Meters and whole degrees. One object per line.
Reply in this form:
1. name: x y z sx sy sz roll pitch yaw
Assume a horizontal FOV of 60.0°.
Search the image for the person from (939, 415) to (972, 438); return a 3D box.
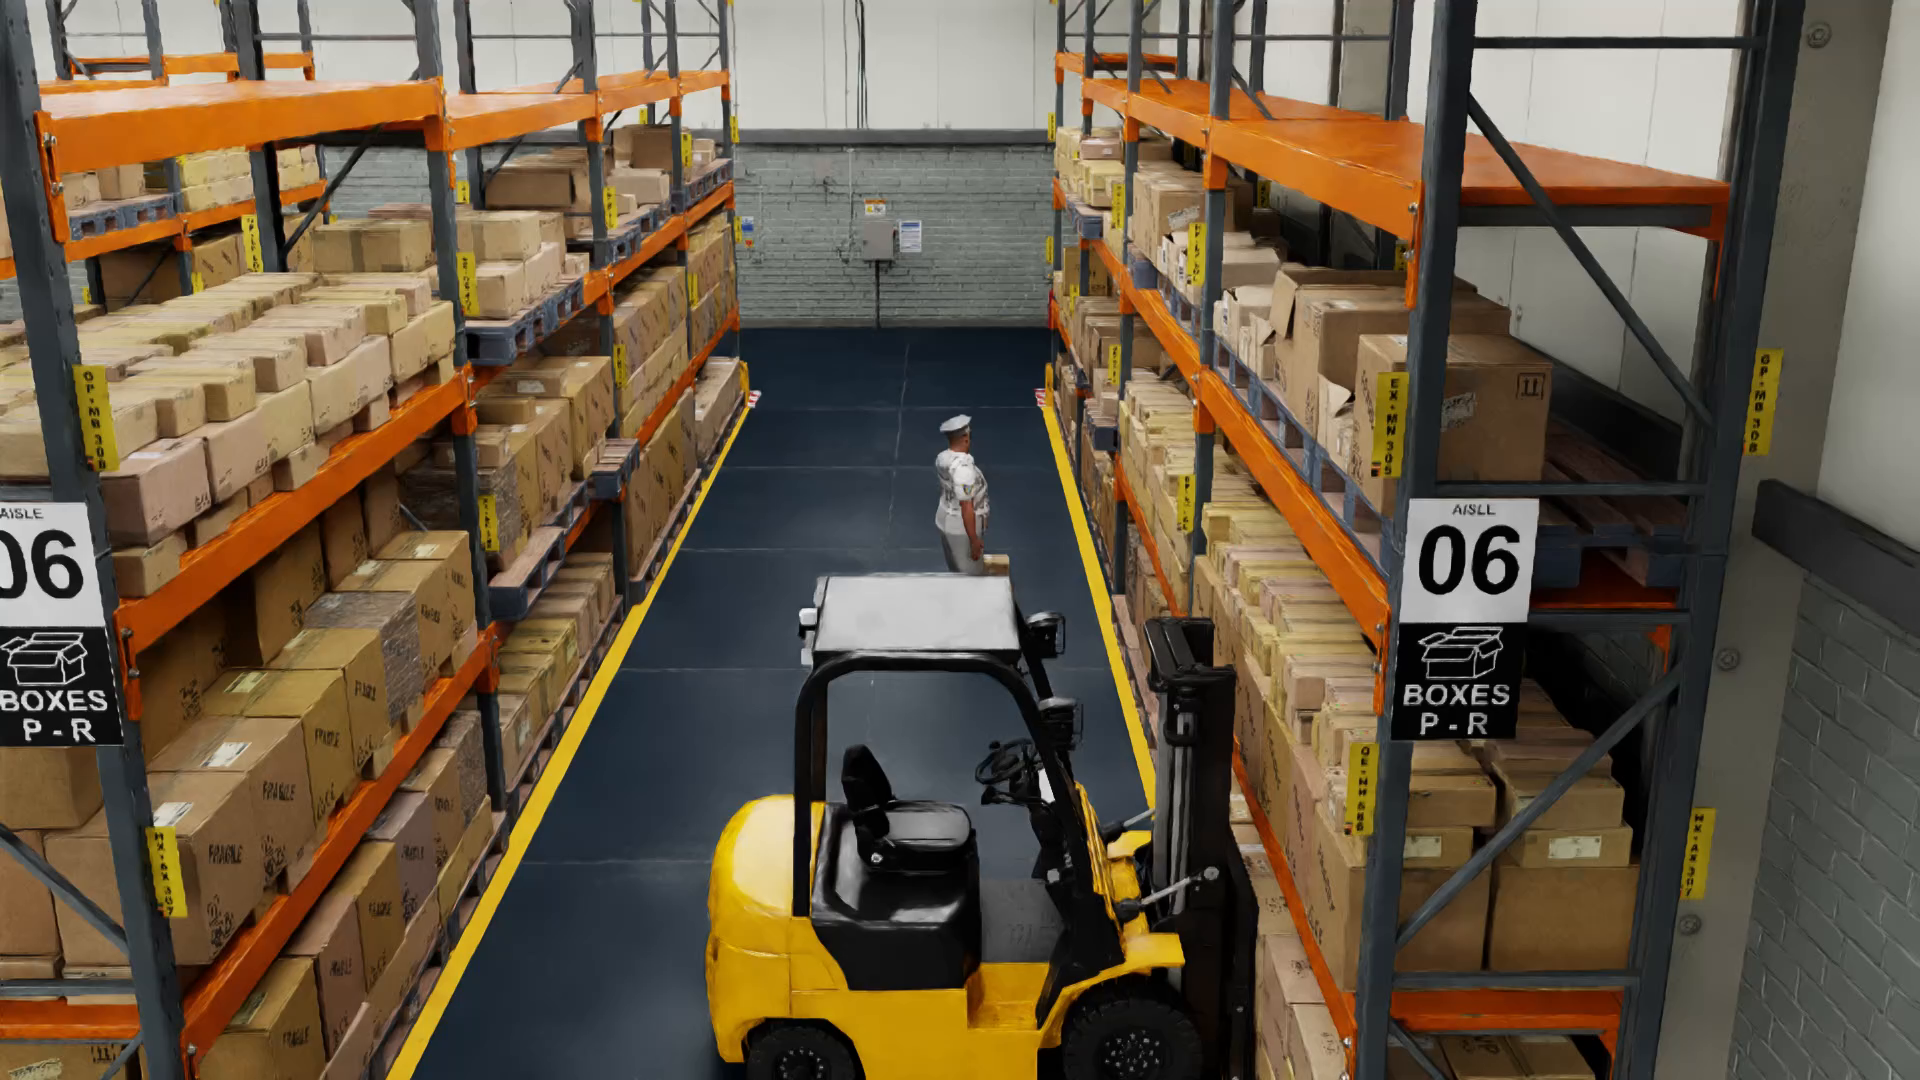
1. person: 0.051 -0.074 12.761 0.421 1.771 0.562 -5 18 -17
